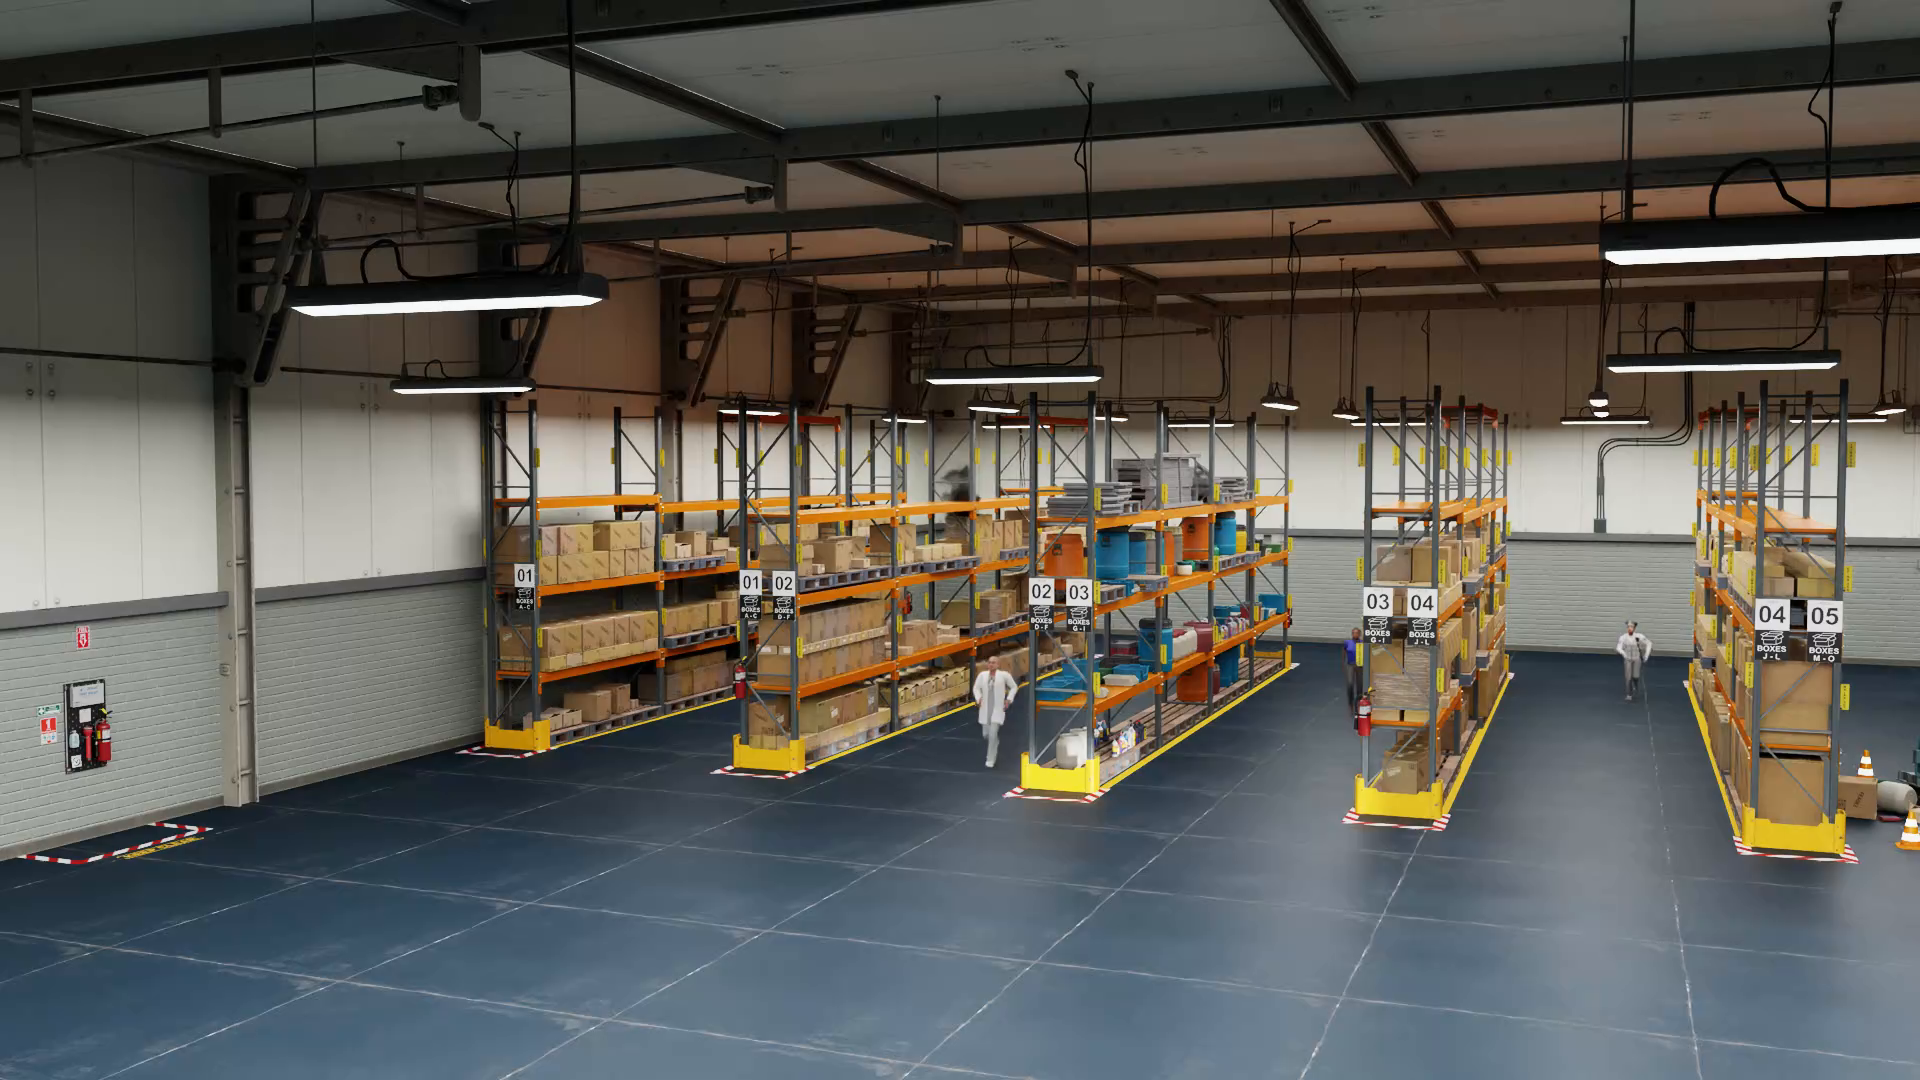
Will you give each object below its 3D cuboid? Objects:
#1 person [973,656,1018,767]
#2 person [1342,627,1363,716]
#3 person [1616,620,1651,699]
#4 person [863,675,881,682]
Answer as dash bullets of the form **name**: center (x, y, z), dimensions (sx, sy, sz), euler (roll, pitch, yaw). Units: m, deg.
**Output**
- **person**: center (0.567, 2.782, 27.255), dimensions (0.737, 1.775, 0.836), euler (1, 3, 18)
- **person**: center (7.766, 2.556, 32.635), dimensions (0.547, 1.704, 0.864), euler (1, 3, 17)
- **person**: center (13.898, 2.486, 34.340), dimensions (0.640, 1.653, 0.674), euler (2, 3, 29)
- **person**: center (-1.866, 2.503, 34.980), dimensions (0.540, 1.583, 0.674), euler (2, 3, 29)
